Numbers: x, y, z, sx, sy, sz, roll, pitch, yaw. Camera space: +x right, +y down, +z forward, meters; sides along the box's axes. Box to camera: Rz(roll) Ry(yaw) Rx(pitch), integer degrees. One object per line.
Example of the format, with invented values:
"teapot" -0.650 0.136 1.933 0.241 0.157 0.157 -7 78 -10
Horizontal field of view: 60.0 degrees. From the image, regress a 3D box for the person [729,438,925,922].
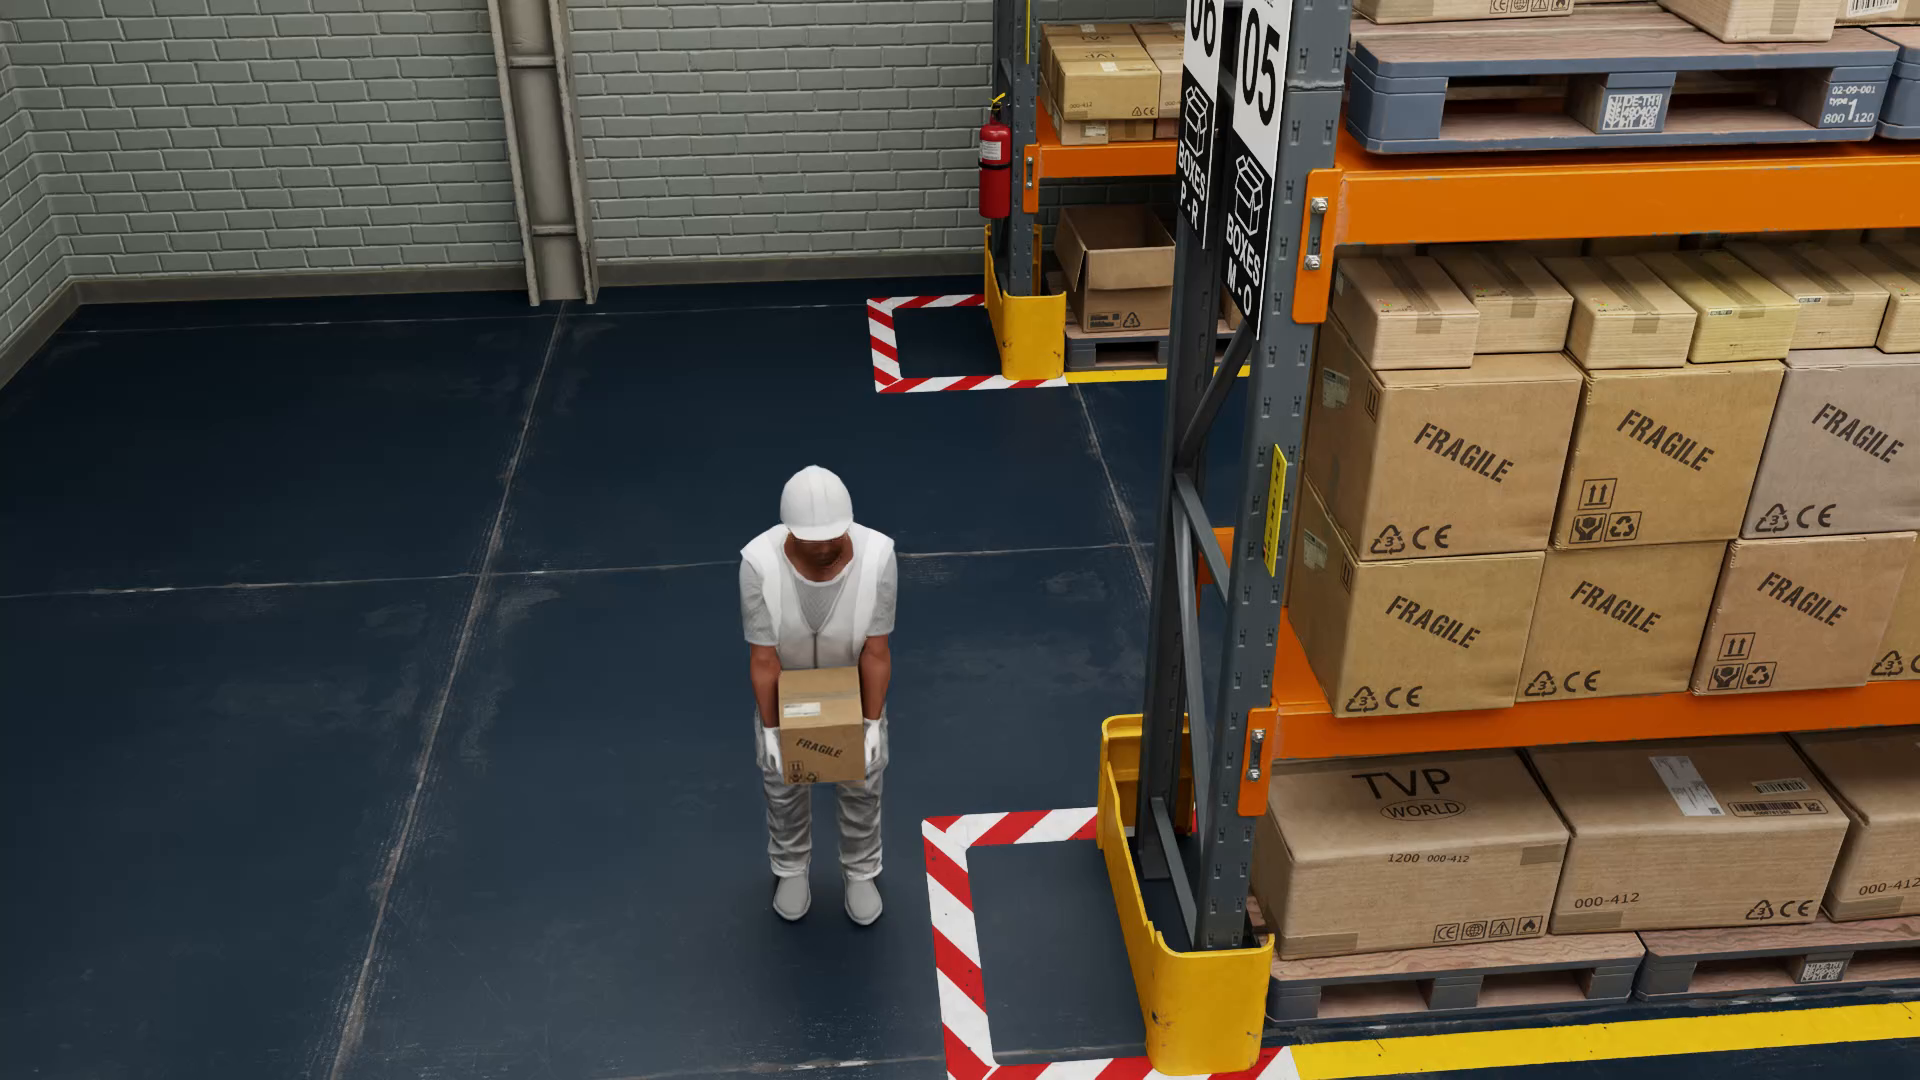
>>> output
"person" -0.425 0.449 5.370 0.627 1.773 0.451 -5 31 -8
